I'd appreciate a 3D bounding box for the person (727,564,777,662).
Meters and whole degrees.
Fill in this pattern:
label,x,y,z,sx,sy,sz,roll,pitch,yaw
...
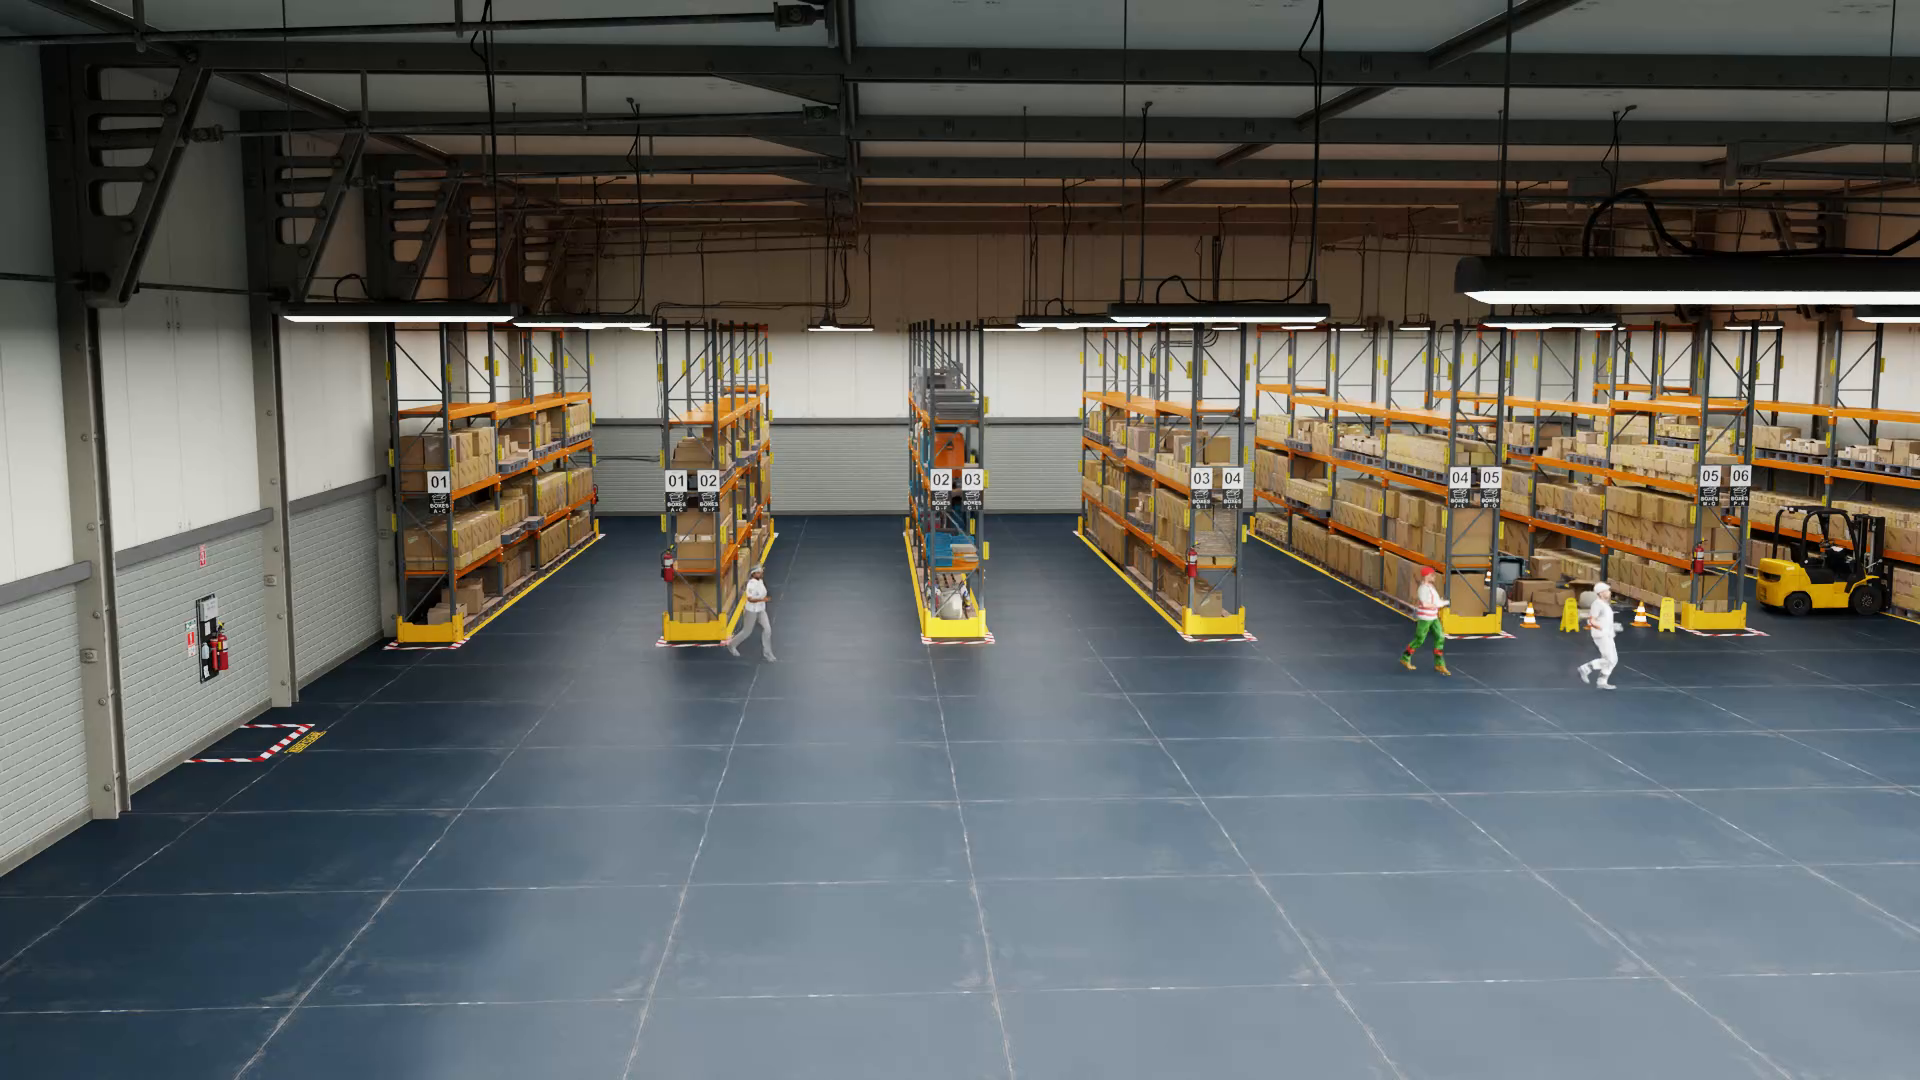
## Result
label,x,y,z,sx,sy,sz,roll,pitch,yaw
person,-3.652,1.272,29.308,0.919,1.737,0.586,4,8,27

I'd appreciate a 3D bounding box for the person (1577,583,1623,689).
label,x,y,z,sx,sy,sz,roll,pitch,yaw
person,10.349,1.549,26.869,0.621,1.736,0.653,4,8,30

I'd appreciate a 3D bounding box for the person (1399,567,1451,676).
label,x,y,z,sx,sy,sz,roll,pitch,yaw
person,7.884,1.355,28.091,0.855,1.834,0.654,6,9,38
